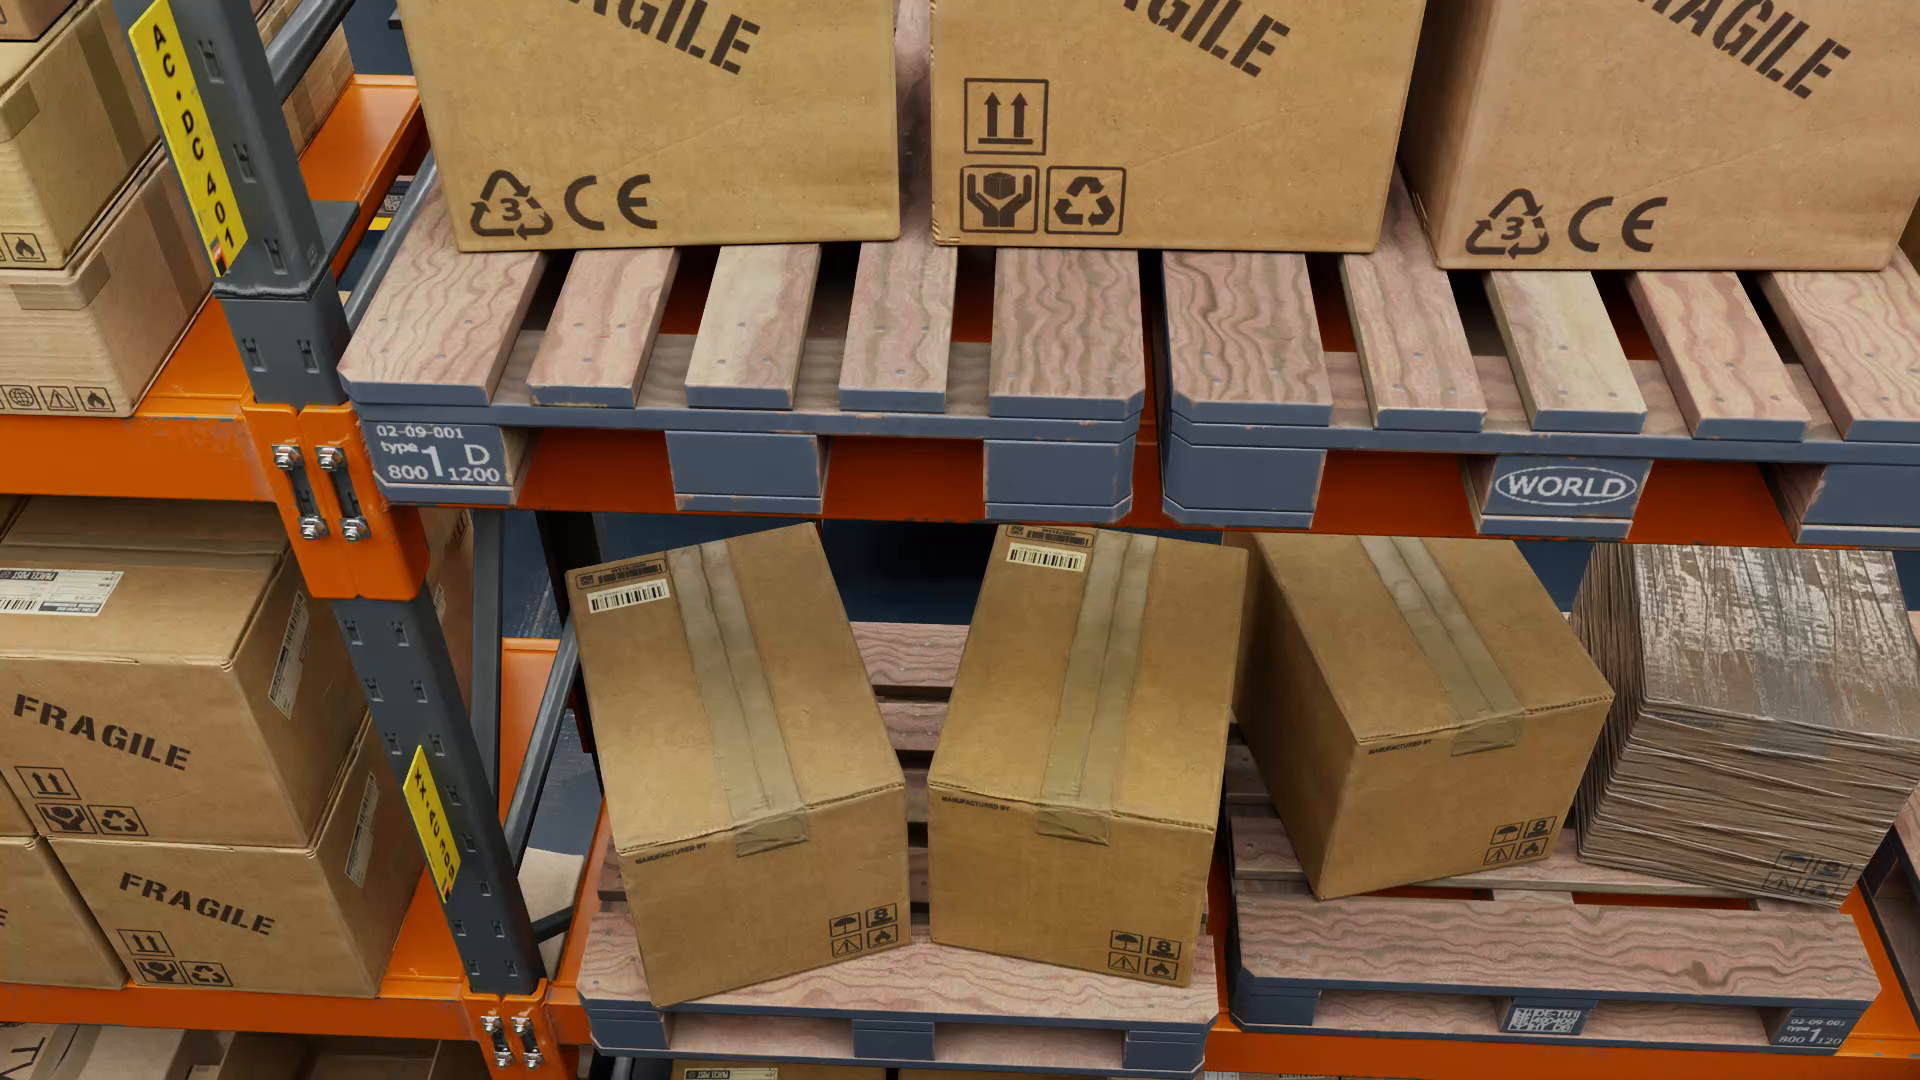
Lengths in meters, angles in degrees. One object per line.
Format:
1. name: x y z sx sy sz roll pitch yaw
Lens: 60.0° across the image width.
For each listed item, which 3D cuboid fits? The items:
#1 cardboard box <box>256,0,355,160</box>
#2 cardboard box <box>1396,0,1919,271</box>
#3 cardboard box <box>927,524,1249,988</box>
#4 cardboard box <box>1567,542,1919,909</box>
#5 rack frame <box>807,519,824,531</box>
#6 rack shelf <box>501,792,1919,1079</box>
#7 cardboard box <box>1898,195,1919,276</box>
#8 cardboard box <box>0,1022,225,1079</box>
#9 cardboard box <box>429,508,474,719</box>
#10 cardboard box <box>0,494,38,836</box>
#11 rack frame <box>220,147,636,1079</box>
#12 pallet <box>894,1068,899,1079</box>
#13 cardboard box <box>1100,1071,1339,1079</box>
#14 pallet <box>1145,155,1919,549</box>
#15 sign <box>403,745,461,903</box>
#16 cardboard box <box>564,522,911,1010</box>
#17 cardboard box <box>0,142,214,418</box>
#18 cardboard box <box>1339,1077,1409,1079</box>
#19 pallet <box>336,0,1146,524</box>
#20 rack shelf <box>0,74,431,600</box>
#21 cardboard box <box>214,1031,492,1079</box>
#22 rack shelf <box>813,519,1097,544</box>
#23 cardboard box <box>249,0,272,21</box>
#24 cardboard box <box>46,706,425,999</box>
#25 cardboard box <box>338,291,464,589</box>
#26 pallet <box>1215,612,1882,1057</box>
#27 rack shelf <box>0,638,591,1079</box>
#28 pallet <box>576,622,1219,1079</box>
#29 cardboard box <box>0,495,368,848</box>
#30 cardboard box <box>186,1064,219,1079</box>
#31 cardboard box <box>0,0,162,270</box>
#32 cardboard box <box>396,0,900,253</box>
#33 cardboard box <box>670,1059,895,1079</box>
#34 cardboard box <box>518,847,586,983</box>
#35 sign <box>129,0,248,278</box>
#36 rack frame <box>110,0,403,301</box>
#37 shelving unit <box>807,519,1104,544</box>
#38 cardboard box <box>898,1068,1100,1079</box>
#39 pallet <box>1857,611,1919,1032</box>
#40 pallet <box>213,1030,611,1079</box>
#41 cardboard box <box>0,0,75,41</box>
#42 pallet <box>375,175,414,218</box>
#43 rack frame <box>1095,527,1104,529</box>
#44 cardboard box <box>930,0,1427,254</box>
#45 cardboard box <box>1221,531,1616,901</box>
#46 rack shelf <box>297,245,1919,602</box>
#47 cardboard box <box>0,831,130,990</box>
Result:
1. cardboard box: -1.371 -0.785 2.801 0.500 0.250 0.500 2 43 2
2. cardboard box: 0.937 -0.778 2.229 0.600 0.600 0.600 0 43 0
3. cardboard box: 0.257 0.396 3.243 0.500 0.500 0.700 8 44 9
4. cardboard box: 1.561 0.273 3.375 0.500 0.500 0.700 9 44 10
5. rack frame: -0.515 -0.427 5.884 0.032 1.125 0.500 2 43 2
6. rack shelf: 1.102 0.766 3.755 4.000 0.370 1.077 2 43 2
7. cardboard box: 1.634 -0.592 2.411 0.500 0.500 0.910 2 43 2
8. cardboard box: -2.227 1.417 4.178 0.500 0.311 0.500 2 43 2
9. cardboard box: -1.393 0.204 3.757 0.500 0.500 0.500 3 43 3
10. cardboard box: -1.925 0.186 3.043 0.500 0.500 0.500 1 43 1
11. rack frame: -0.896 0.441 3.575 0.127 3.000 1.000 2 43 2
12. pallet: -0.082 1.461 4.527 1.213 0.211 1.003 2 43 2
13. cardboard box: 0.575 1.132 3.795 0.500 0.250 0.500 2 43 2
14. pallet: 0.789 -0.490 2.512 1.003 0.211 1.213 2 43 2
15. sign: -0.913 0.494 2.884 0.005 0.325 0.100 2 43 2
16. cardboard box: -0.433 0.418 3.219 0.500 0.500 0.700 -12 44 -12
17. cardboard box: -1.394 -0.435 2.426 0.500 0.250 0.500 2 43 2
18. cardboard box: 1.076 1.147 3.779 0.500 0.250 0.500 1 43 1
19. pallet: -0.248 -0.519 2.544 1.003 0.211 1.213 2 43 2
20. rack shelf: -2.894 -0.454 2.864 4.000 0.370 1.077 2 43 2
21. cardboard box: -1.478 1.371 4.089 0.500 0.500 0.500 2 43 2
22. rack shelf: -0.007 -0.233 6.033 1.000 0.278 0.538 2 43 2
23. cardboard box: -1.370 -0.968 2.631 0.500 0.250 0.500 2 43 2
24. cardboard box: -1.407 0.564 3.370 0.500 0.500 0.500 2 43 3
25. cardboard box: -1.354 -0.167 3.422 0.500 0.500 0.500 3 43 3
26. pallet: 1.157 0.578 3.570 1.213 0.211 1.003 2 43 2
27. rack shelf: -2.894 0.643 3.887 4.000 0.370 1.077 2 43 2
28. pallet: -0.103 0.611 3.535 1.213 0.211 1.003 2 43 2
29. cardboard box: -1.413 0.200 3.028 0.500 0.500 0.500 2 43 2
30. cardboard box: -1.855 1.529 4.177 0.250 0.149 0.380 2 43 2
31. cardboard box: -1.394 -0.614 2.251 0.500 0.250 0.500 2 43 2
32. cardboard box: -0.396 -0.817 2.271 0.600 0.600 0.600 -2 43 -2
33. cardboard box: -0.424 1.376 4.084 0.500 0.500 0.500 0 43 0
34. cardboard box: -1.305 1.104 4.514 0.500 0.311 0.500 2 43 2
35. sign: -0.913 -0.476 1.980 0.005 0.325 0.100 2 43 2
36. rack frame: -0.896 -1.754 1.531 0.127 3.000 1.000 2 43 2
37. shelving unit: -0.007 -0.412 5.867 1.048 1.125 0.538 2 43 2
38. cardboard box: 0.110 1.385 4.074 0.500 0.500 0.500 2 43 2
39. pallet: 2.420 0.661 3.480 1.003 0.211 1.213 2 43 2
40. pallet: -1.582 1.440 4.549 1.213 0.211 1.003 2 43 2
41. cardboard box: -1.383 -1.047 2.166 0.500 0.500 0.700 2 43 2
42. pallet: -2.627 -1.943 8.181 1.213 0.211 1.003 2 43 2
43. rack frame: 0.501 -0.396 5.850 0.032 1.125 0.500 2 43 2
44. cardboard box: 0.273 -0.812 2.266 0.600 0.600 0.600 1 43 1
45. cardboard box: 0.872 0.263 3.385 0.500 0.500 0.700 -8 44 -9
46. rack shelf: 1.102 -0.331 2.732 4.000 0.370 1.077 2 43 2
47. cardboard box: -1.922 0.549 3.386 0.500 0.500 0.500 3 43 3
